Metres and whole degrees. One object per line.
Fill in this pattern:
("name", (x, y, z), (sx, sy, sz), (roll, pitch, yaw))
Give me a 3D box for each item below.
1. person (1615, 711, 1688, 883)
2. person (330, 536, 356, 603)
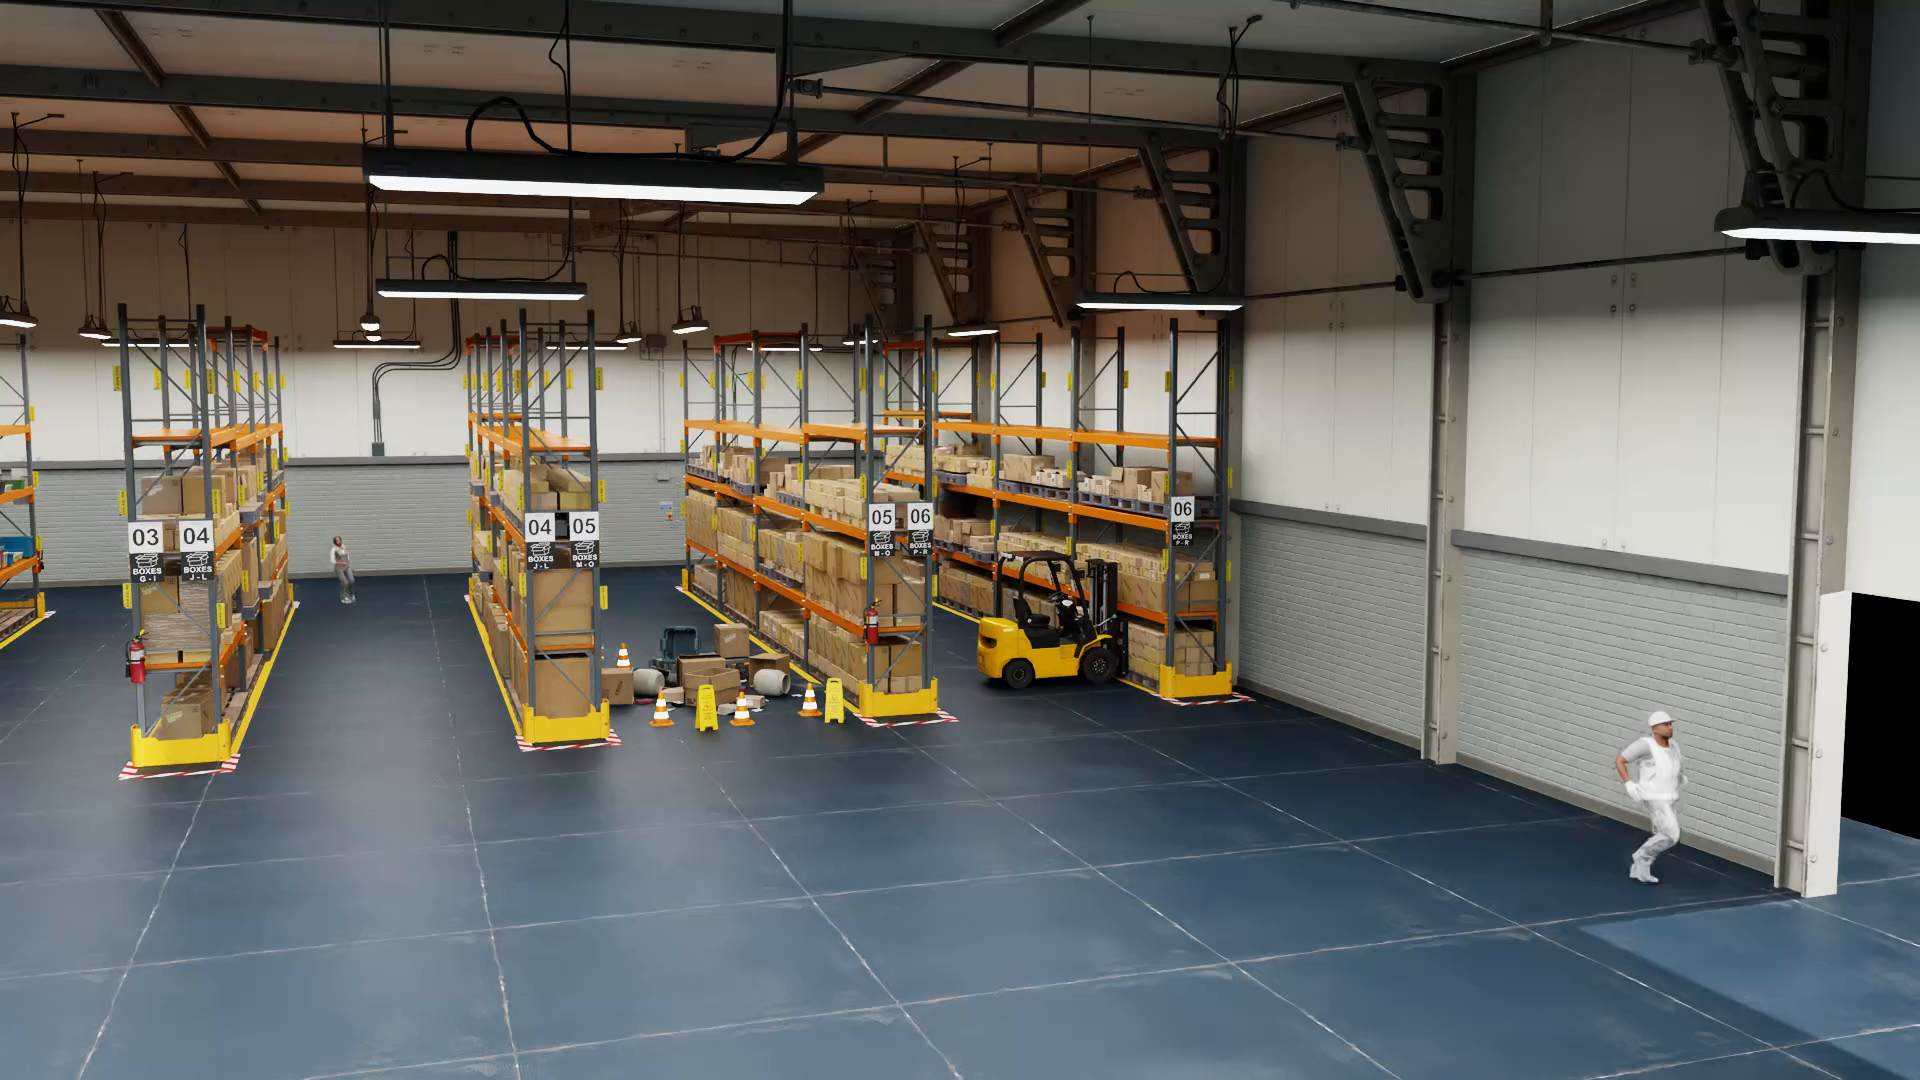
("person", (6.950, 2.562, 16.521), (0.686, 1.724, 0.609), (-4, 6, -33))
("person", (-13.904, 0.674, 37.453), (0.579, 1.558, 0.578), (5, 7, 41))
